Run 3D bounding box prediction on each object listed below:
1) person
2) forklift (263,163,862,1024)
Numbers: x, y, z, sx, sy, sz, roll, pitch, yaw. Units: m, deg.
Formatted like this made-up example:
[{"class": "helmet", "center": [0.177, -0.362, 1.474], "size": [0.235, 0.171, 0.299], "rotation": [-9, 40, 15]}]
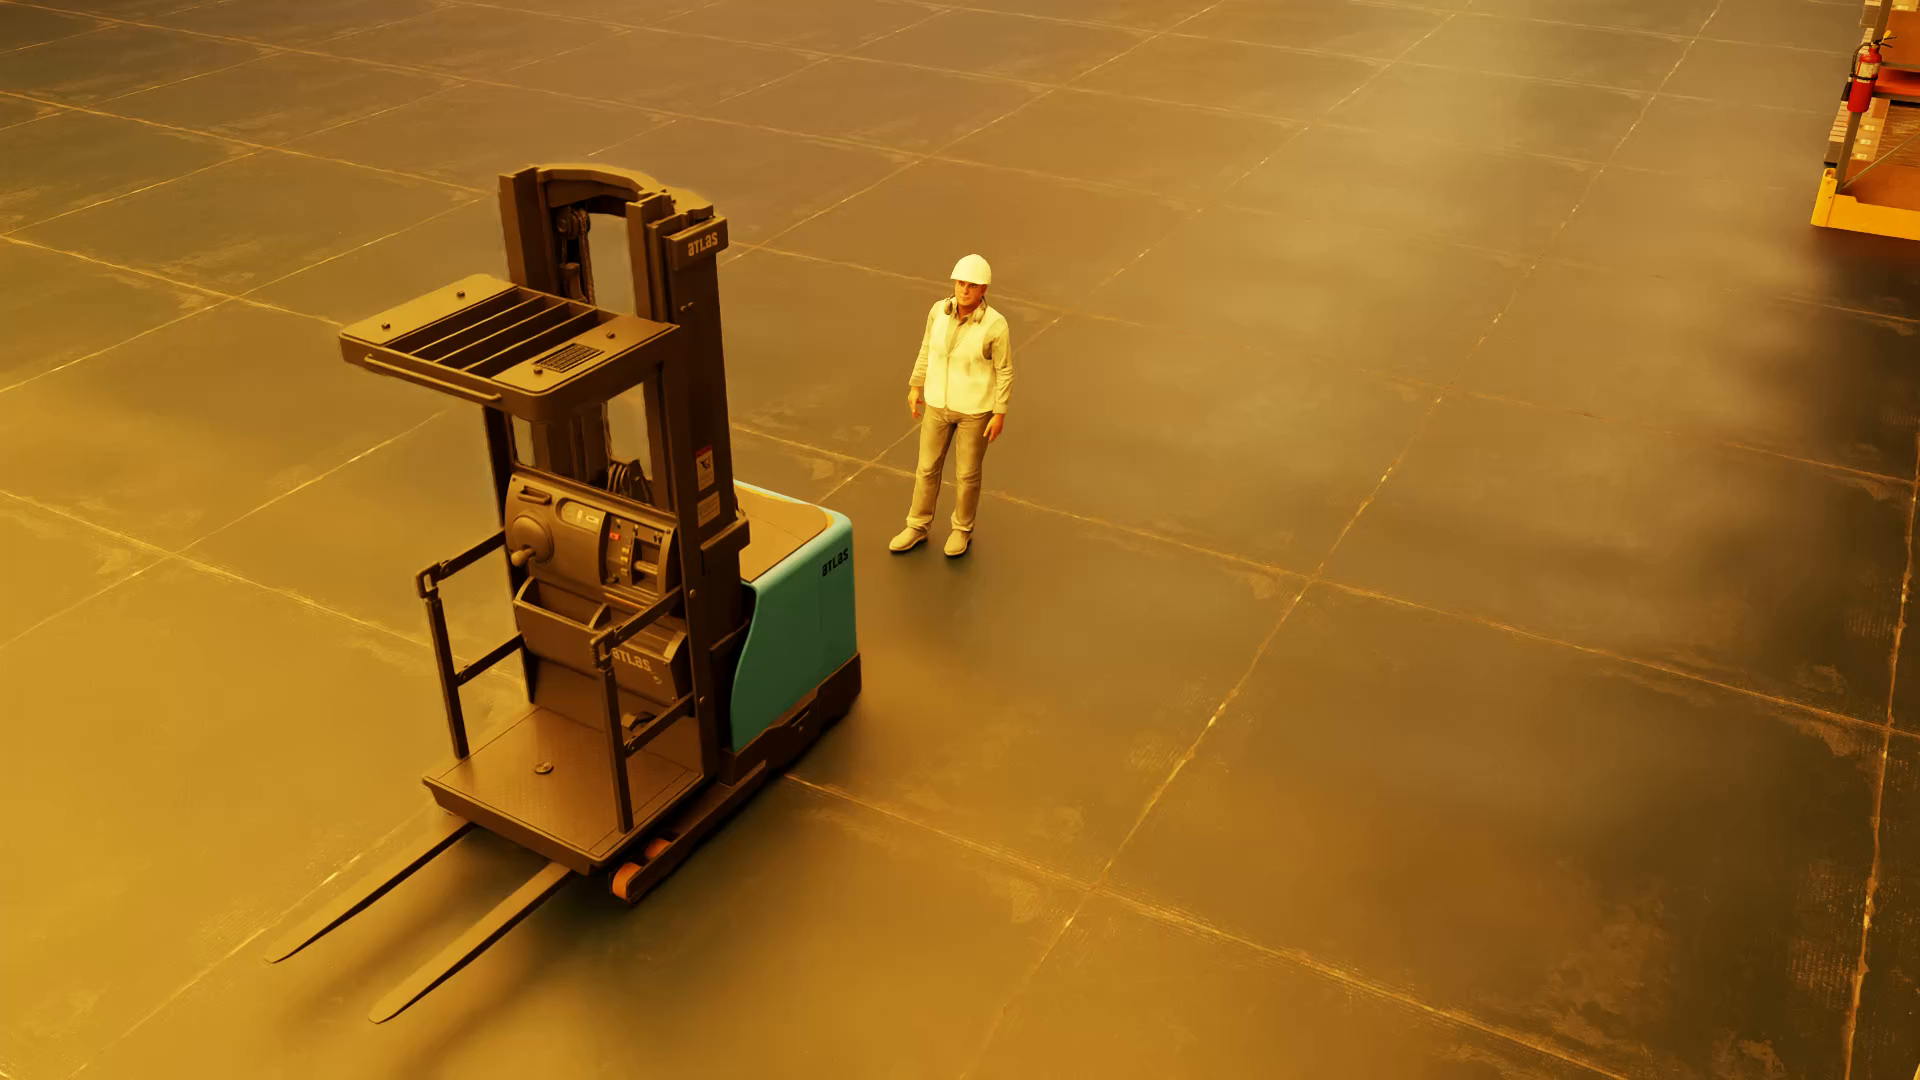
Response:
[{"class": "person", "center": [-0.040, -0.750, 9.513], "size": [0.626, 1.775, 0.566], "rotation": [15, 33, 25]}, {"class": "forklift", "center": [-1.710, 0.042, 6.998], "size": [1.130, 2.935, 3.031], "rotation": [17, 34, 27]}]
